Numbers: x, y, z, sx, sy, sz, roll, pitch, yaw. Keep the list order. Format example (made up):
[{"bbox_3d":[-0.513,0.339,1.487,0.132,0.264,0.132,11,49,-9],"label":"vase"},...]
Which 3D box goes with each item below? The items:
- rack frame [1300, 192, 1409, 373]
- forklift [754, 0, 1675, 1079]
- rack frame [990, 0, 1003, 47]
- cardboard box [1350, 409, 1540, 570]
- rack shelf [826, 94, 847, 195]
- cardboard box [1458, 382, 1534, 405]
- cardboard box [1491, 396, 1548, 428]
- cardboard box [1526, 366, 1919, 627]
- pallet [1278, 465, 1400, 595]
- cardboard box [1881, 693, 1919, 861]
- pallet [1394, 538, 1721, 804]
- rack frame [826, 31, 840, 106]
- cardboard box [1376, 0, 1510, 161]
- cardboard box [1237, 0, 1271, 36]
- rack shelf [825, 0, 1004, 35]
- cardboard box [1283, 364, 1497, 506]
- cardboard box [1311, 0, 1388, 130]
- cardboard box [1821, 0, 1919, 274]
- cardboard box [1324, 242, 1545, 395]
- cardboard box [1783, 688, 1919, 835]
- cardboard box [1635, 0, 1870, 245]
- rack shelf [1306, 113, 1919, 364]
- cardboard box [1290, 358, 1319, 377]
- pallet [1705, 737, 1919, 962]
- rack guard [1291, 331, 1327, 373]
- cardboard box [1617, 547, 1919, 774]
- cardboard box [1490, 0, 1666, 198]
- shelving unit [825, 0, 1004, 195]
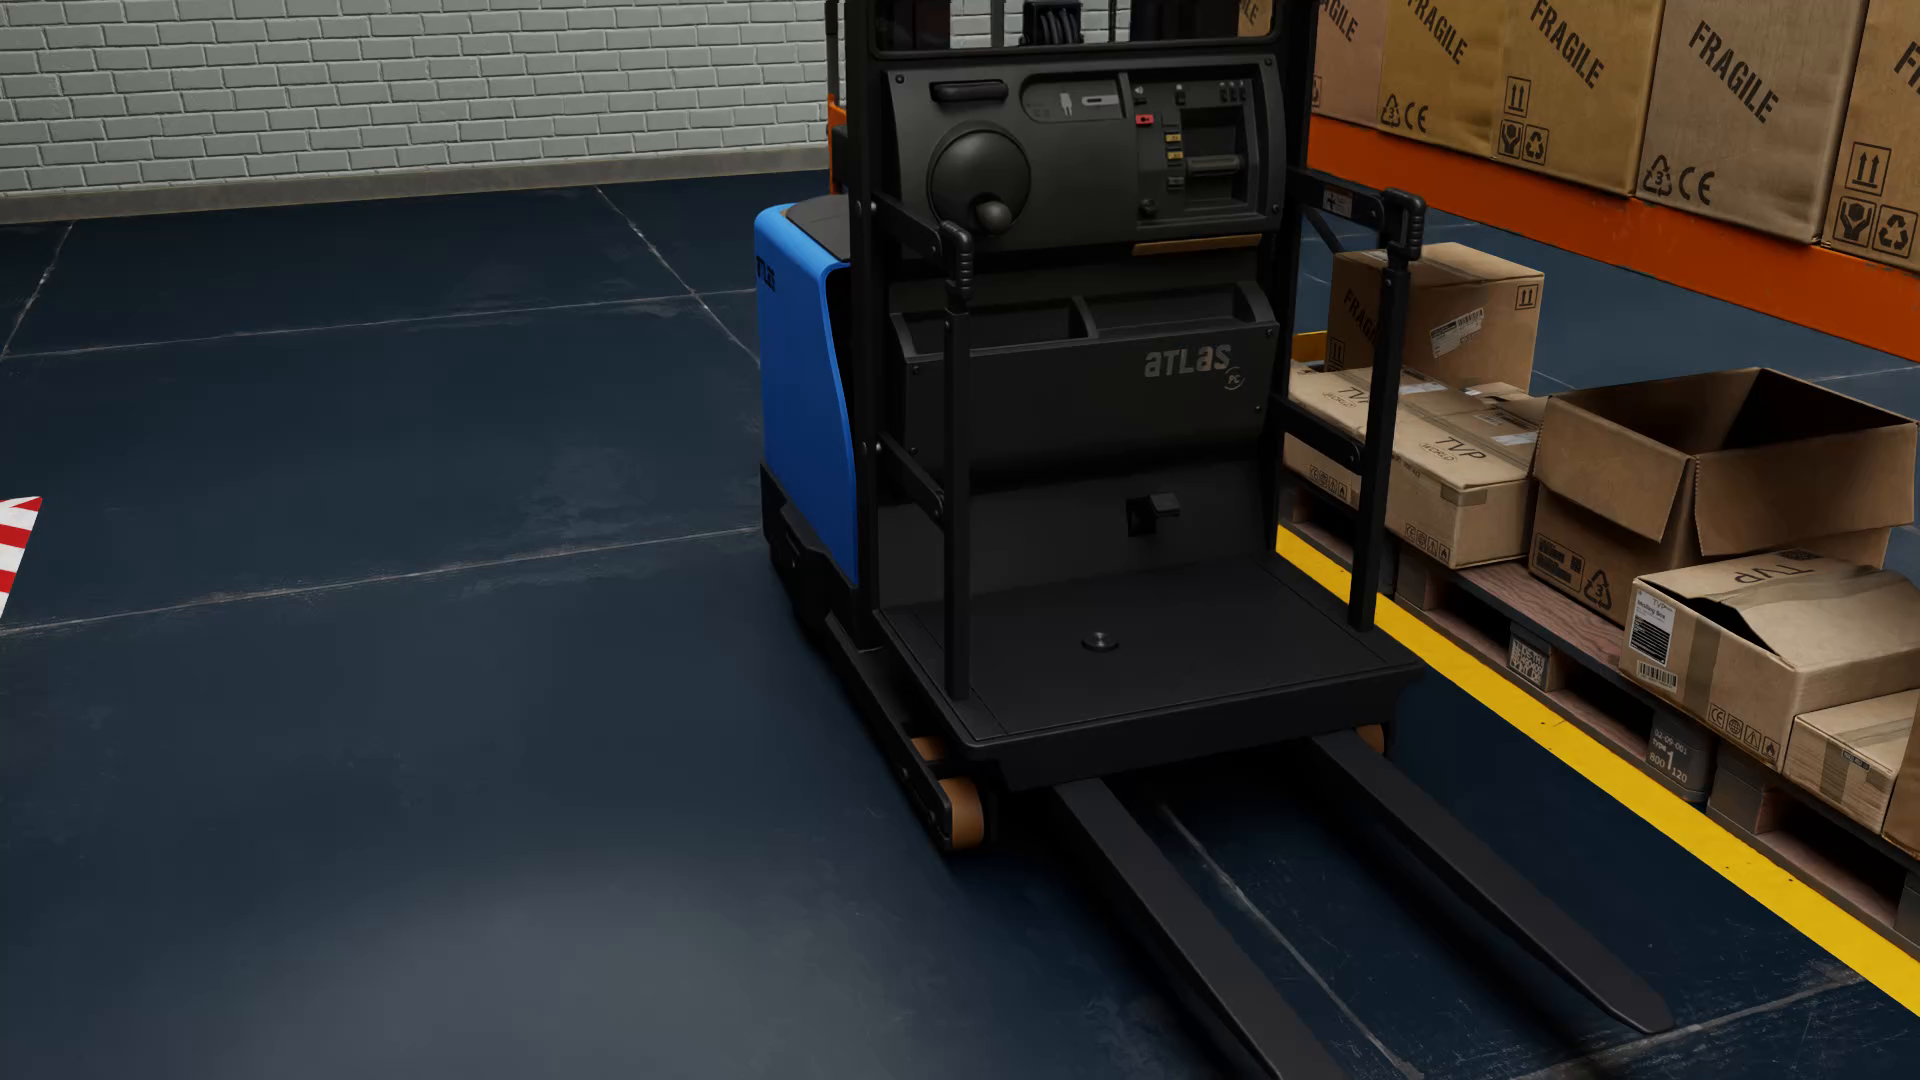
[{"bbox_3d":[1.190,-1.820,5.706,1.000,3.000,0.127,-8,24,-19],"label":"rack frame"},{"bbox_3d":[0.369,-0.849,3.489,1.130,2.935,3.031,-8,24,-18],"label":"forklift"},{"bbox_3d":[-0.064,-1.036,5.005,0.400,2.100,0.015,-8,24,-18],"label":"rack frame"},{"bbox_3d":[1.470,-0.156,4.731,0.500,0.250,0.500,-8,24,-19],"label":"cardboard box"},{"bbox_3d":[-0.146,-1.113,5.222,0.431,0.518,0.480,-8,24,-18],"label":"rack shelf"},{"bbox_3d":[1.672,-0.394,5.404,0.380,0.166,0.250,-8,24,-19],"label":"cardboard box"},{"bbox_3d":[1.920,-0.243,4.937,0.500,0.250,0.500,-8,24,-19],"label":"cardboard box"},{"bbox_3d":[1.935,-0.101,4.275,0.797,0.503,0.637,-8,24,-19],"label":"cardboard box"},{"bbox_3d":[1.500,-0.218,5.495,1.003,0.211,1.213,-8,24,-19],"label":"pallet"},{"bbox_3d":[2.137,0.414,3.057,0.500,0.500,0.500,-8,24,-19],"label":"cardboard box"},{"bbox_3d":[1.927,0.225,4.445,1.003,0.211,1.213,-8,24,-19],"label":"pallet"},{"bbox_3d":[-0.228,-1.215,5.429,0.400,2.100,0.015,-8,24,-18],"label":"rack frame"},{"bbox_3d":[1.462,-1.299,4.341,0.500,0.500,0.500,-8,24,-19],"label":"cardboard box"},{"bbox_3d":[1.100,-1.669,5.218,0.500,0.500,0.500,-8,24,-18],"label":"cardboard box"},{"bbox_3d":[-0.146,-1.758,4.951,0.431,0.518,0.480,-8,24,-18],"label":"rack shelf"},{"bbox_3d":[1.294,-0.337,5.162,0.500,0.250,0.500,-8,24,-19],"label":"cardboard box"},{"bbox_3d":[1.288,-1.482,4.775,0.500,0.500,0.500,-9,24,-20],"label":"cardboard box"},{"bbox_3d":[2.003,-0.746,3.030,0.500,0.500,0.500,-8,24,-17],"label":"cardboard box"},{"bbox_3d":[1.613,-0.707,5.717,0.500,0.500,0.500,-8,24,-19],"label":"cardboard box"},{"bbox_3d":[1.948,0.448,3.428,0.380,0.149,0.250,-8,24,-19],"label":"cardboard box"},{"bbox_3d":[1.820,-0.933,3.472,0.500,0.500,0.500,-8,24,-18],"label":"cardboard box"},{"bbox_3d":[1.897,-0.762,4.122,1.077,0.370,4.000,-8,24,-19],"label":"rack shelf"},{"bbox_3d":[1.017,-0.510,5.701,0.380,0.149,0.250,-8,24,-19],"label":"cardboard box"},{"bbox_3d":[2.362,0.669,3.392,1.003,0.211,1.213,-8,24,-19],"label":"pallet"},{"bbox_3d":[1.217,-0.640,6.126,1.175,0.500,0.348,-8,24,-19],"label":"rack guard"},{"bbox_3d":[1.872,0.229,3.740,0.500,0.311,0.500,-8,24,-19],"label":"cardboard box"},{"bbox_3d":[1.637,-1.117,3.910,0.500,0.500,0.500,-8,24,-18],"label":"cardboard box"},{"bbox_3d":[-0.146,-1.126,5.217,0.431,2.100,0.503,-8,24,-18],"label":"shelving unit"}]
